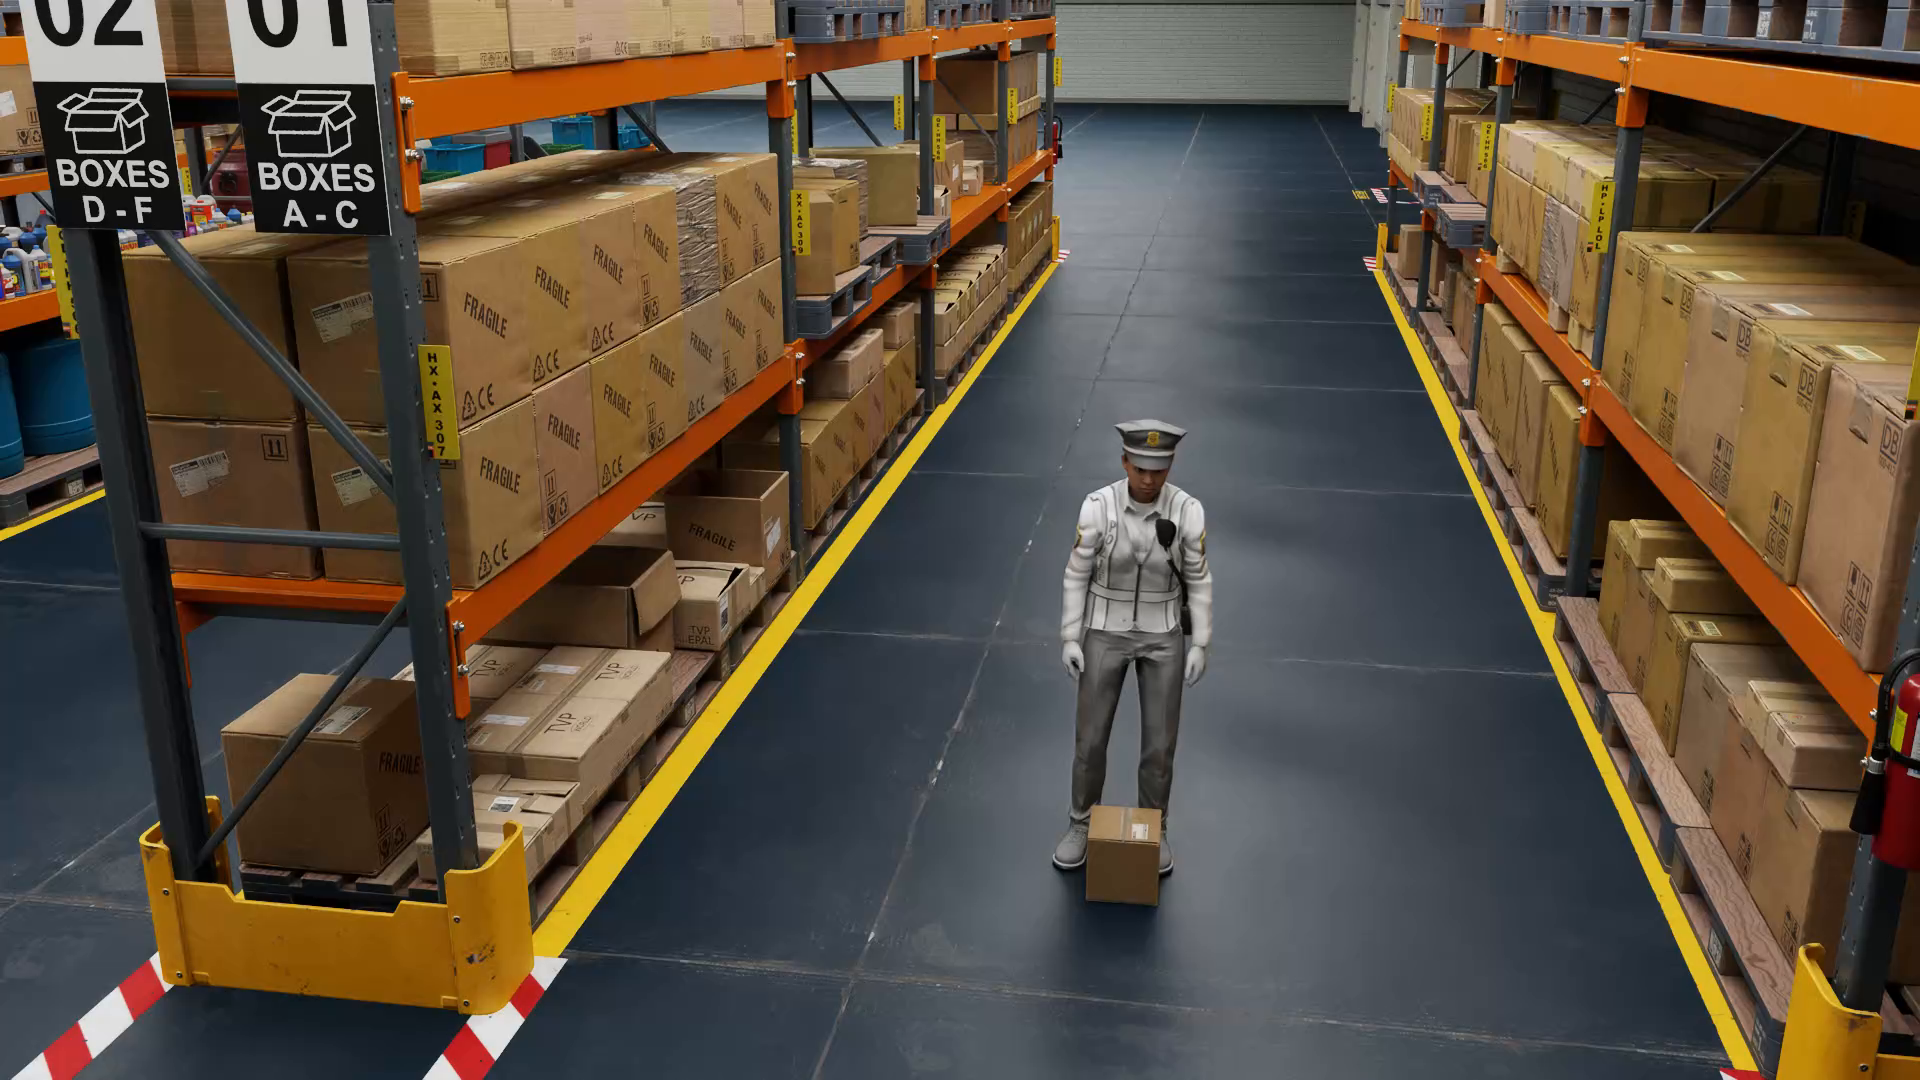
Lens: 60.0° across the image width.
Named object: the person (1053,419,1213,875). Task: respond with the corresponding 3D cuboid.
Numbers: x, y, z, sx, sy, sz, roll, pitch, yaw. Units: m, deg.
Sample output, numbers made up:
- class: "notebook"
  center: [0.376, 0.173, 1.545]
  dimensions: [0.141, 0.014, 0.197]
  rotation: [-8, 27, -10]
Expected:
- class: "person"
  center: [0.620, 0.371, 5.907]
  dimensions: [0.545, 1.663, 0.376]
  rotation: [2, 18, 5]
